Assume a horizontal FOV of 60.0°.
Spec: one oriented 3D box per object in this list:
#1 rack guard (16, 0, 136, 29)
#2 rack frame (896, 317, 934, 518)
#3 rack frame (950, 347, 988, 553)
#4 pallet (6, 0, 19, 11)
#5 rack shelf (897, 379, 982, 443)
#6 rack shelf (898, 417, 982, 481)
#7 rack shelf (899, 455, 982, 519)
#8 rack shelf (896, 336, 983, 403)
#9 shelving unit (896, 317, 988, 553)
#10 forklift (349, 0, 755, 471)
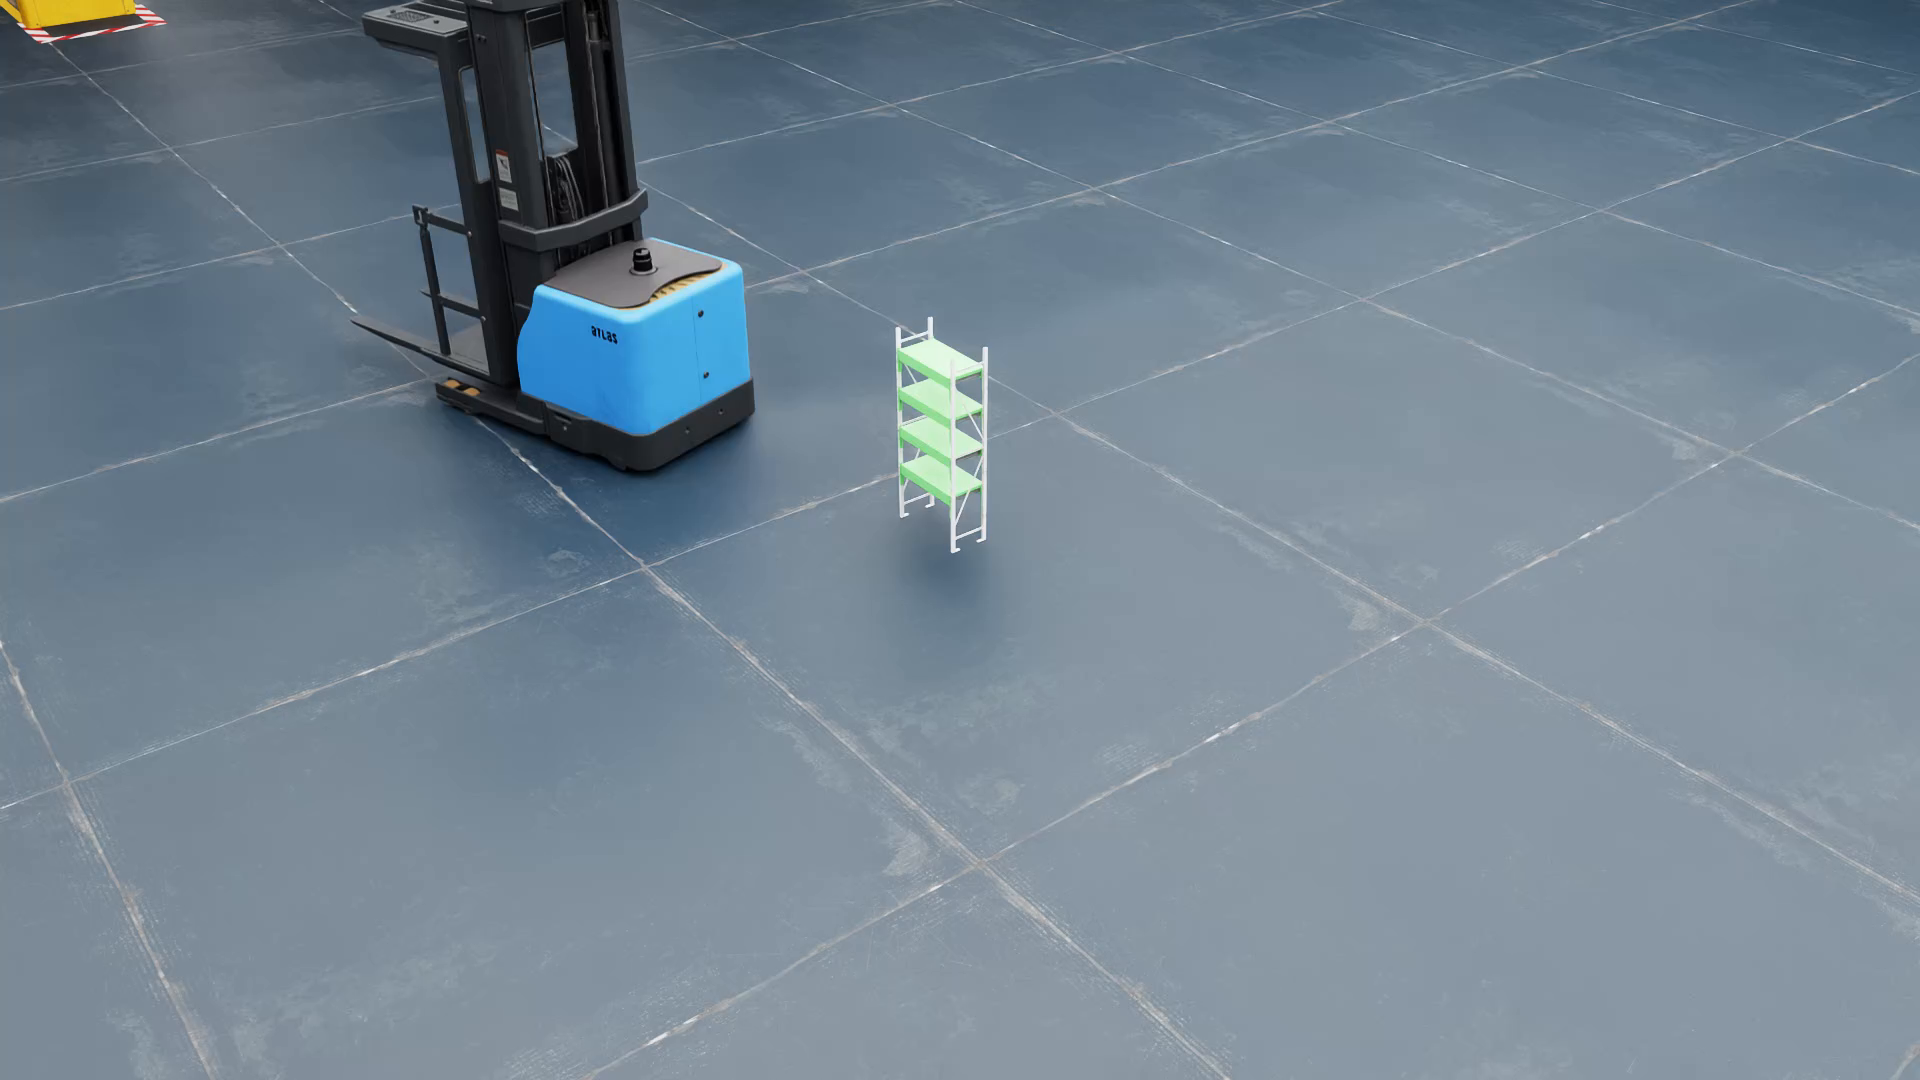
[{"bbox_3d":[-10.136,-6.227,19.029,1.175,0.500,0.348,-22,38,-31],"label":"rack guard"},{"bbox_3d":[-0.251,-0.680,9.435,0.240,1.200,0.015,-22,38,-31],"label":"rack frame"},{"bbox_3d":[0.048,-0.477,9.108,0.240,1.200,0.015,-22,38,-31],"label":"rack frame"},{"bbox_3d":[-10.630,-6.444,19.653,1.003,0.211,1.213,-22,38,-31],"label":"pallet"},{"bbox_3d":[-0.101,-0.728,9.178,0.258,0.148,0.480,-22,38,-31],"label":"rack shelf"},{"bbox_3d":[-0.101,-0.524,9.305,0.258,0.148,0.480,-22,38,-31],"label":"rack shelf"},{"bbox_3d":[-0.102,-0.321,9.432,0.258,0.148,0.480,-22,38,-31],"label":"rack shelf"},{"bbox_3d":[-0.101,-0.932,9.052,0.258,0.148,0.480,-22,38,-31],"label":"rack shelf"},{"bbox_3d":[-0.101,-0.579,9.271,0.258,1.200,0.503,-22,38,-31],"label":"shelving unit"},{"bbox_3d":[-2.810,-2.268,10.351,3.031,2.935,1.130,21,37,30],"label":"forklift"}]
